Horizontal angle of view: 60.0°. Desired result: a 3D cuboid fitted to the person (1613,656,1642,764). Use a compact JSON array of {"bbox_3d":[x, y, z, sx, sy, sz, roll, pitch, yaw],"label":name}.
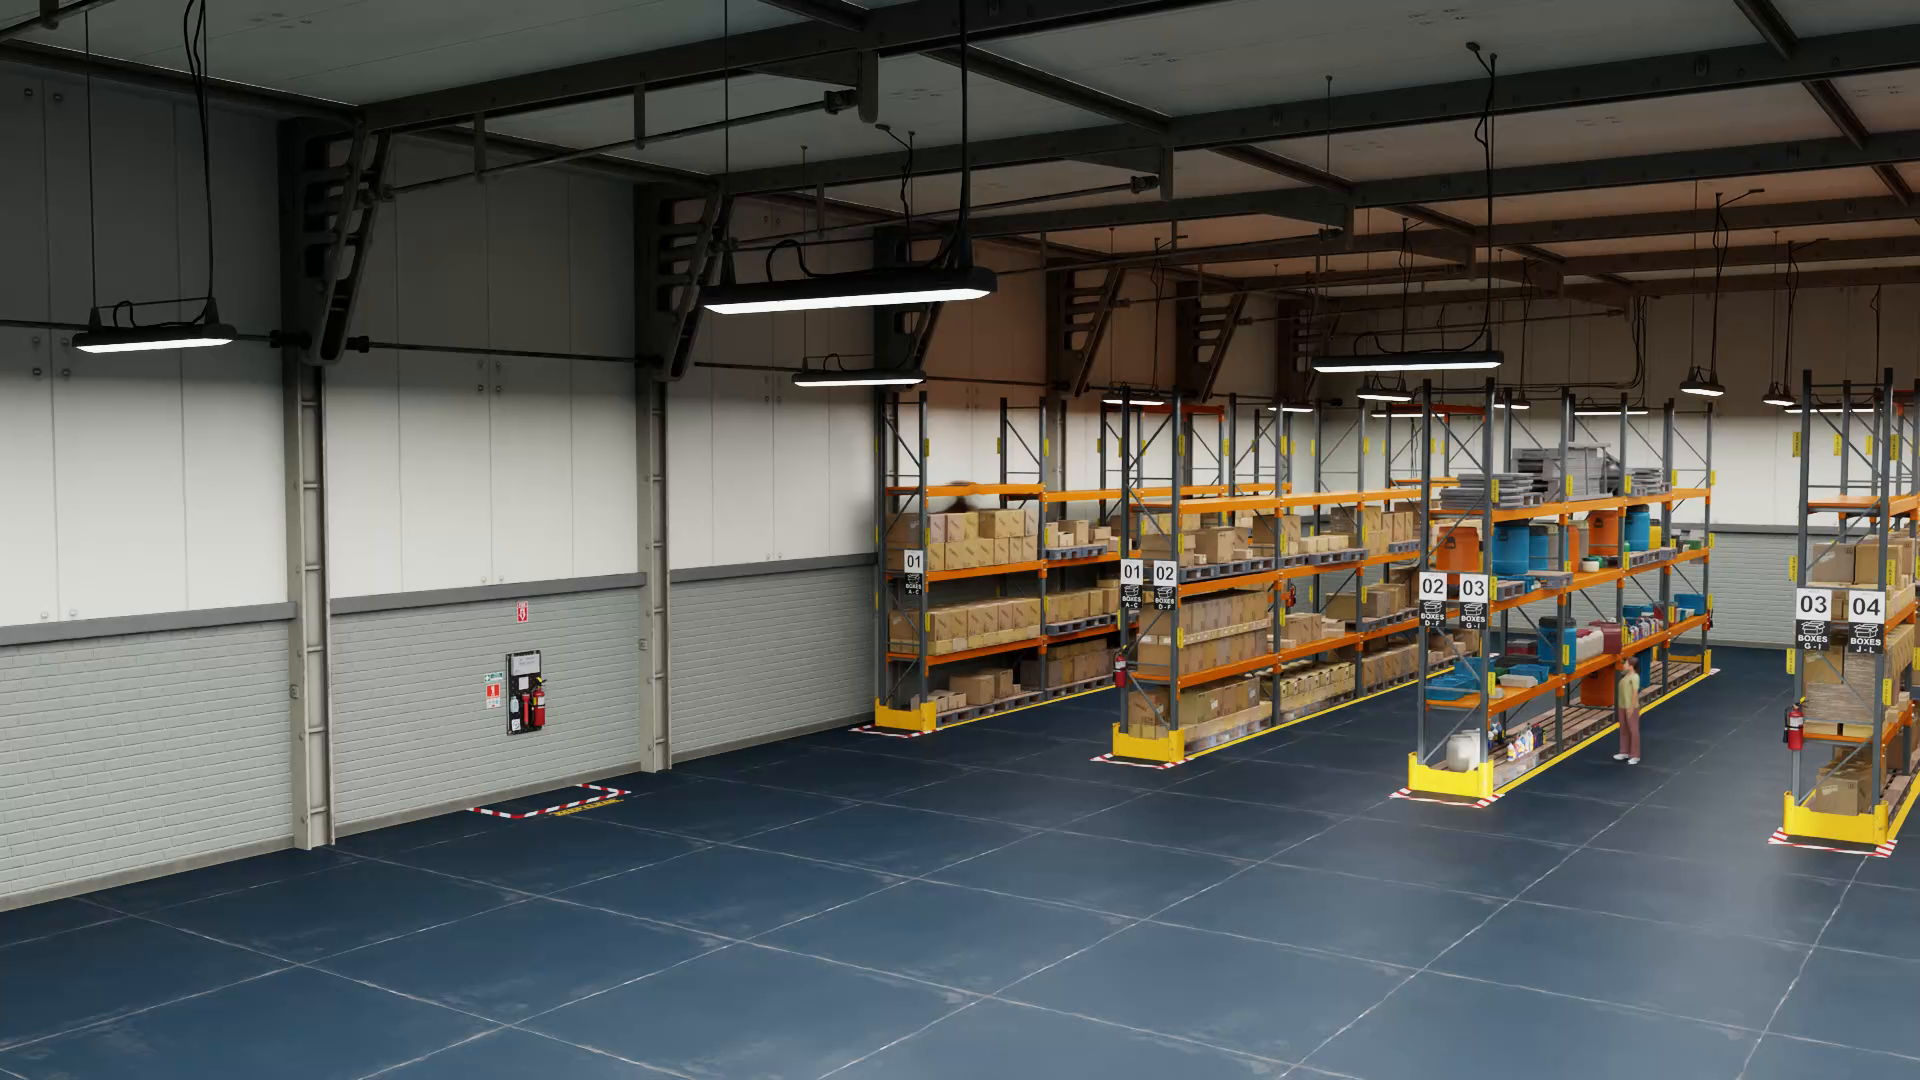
[{"bbox_3d":[10.684,2.707,26.518,0.338,1.698,0.438,-1,3,-15],"label":"person"}]
